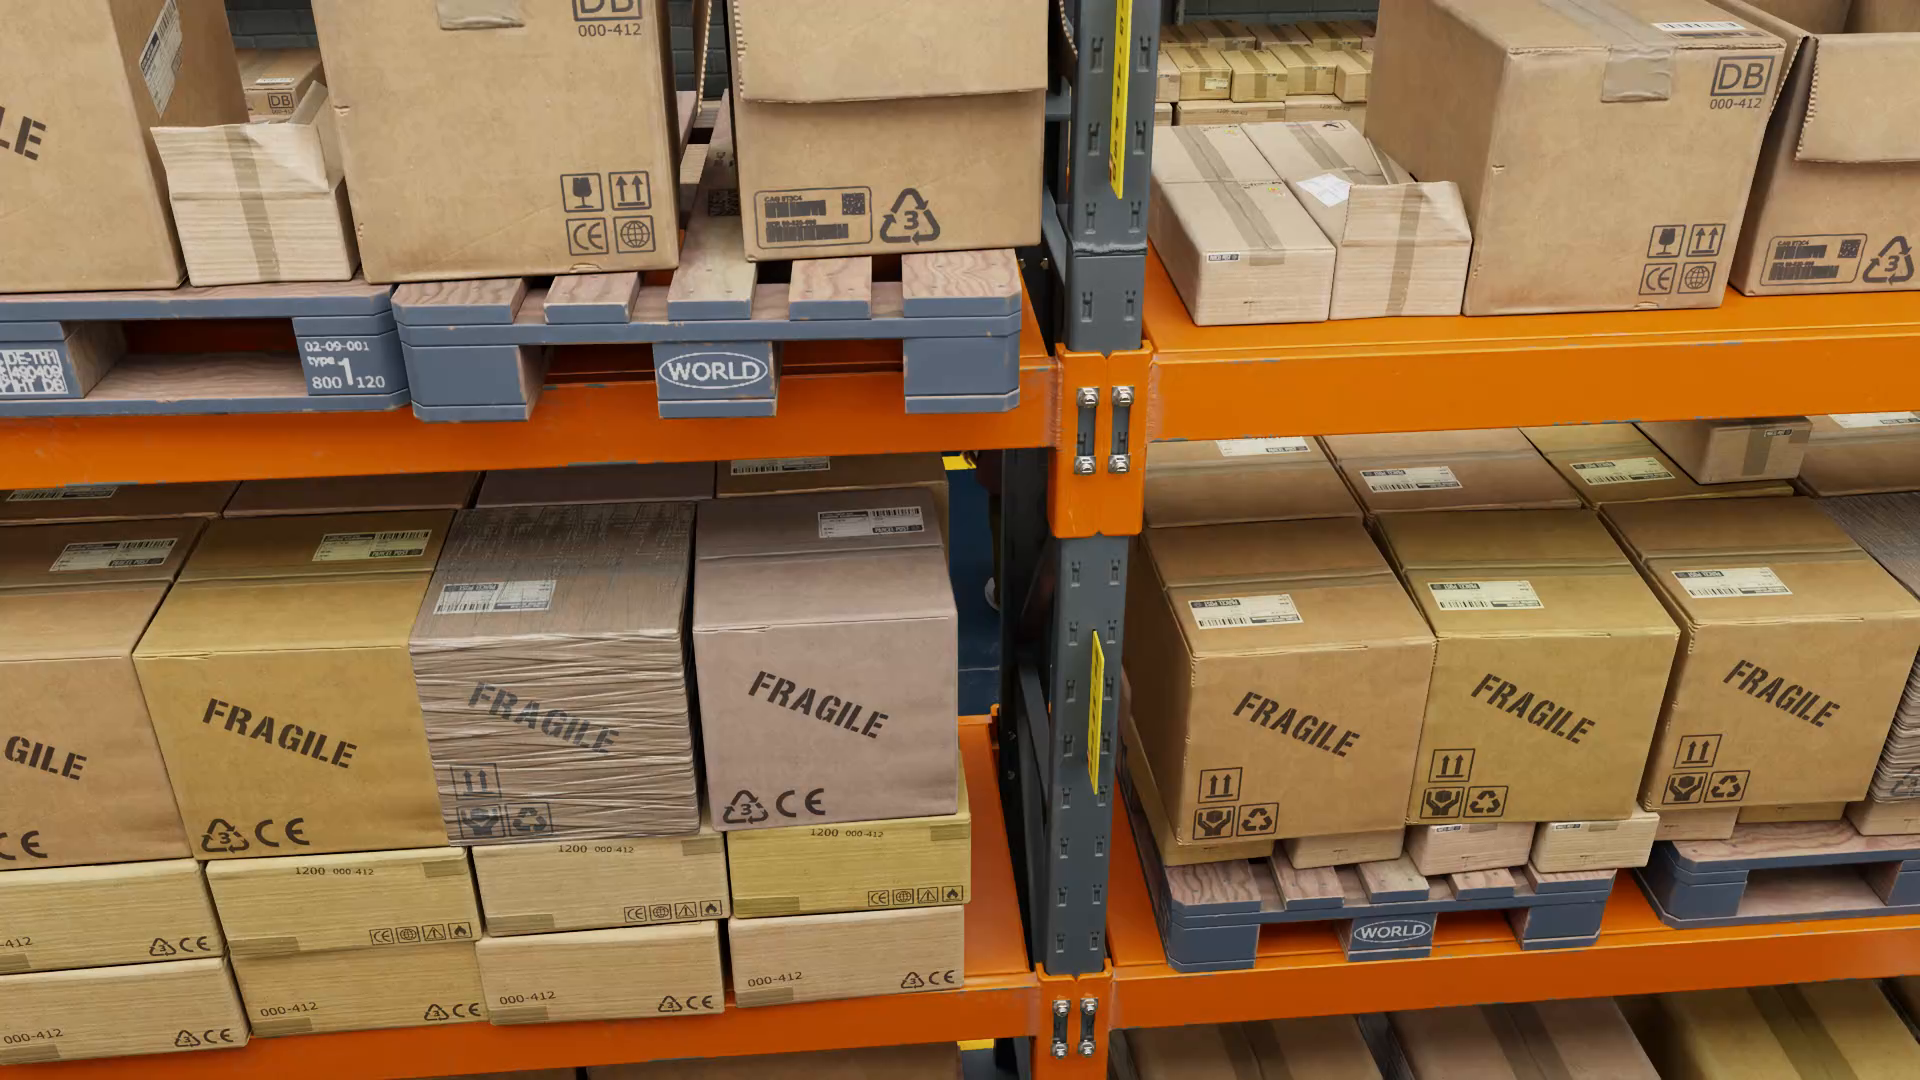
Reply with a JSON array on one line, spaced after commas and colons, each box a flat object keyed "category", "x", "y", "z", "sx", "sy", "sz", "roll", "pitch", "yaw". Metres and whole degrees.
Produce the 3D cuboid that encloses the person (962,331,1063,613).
[{"category": "person", "x": 0.305, "y": -0.451, "z": 6.907, "sx": 0.653, "sy": 1.774, "sz": 0.422, "roll": -4, "pitch": 31, "yaw": -7}]
